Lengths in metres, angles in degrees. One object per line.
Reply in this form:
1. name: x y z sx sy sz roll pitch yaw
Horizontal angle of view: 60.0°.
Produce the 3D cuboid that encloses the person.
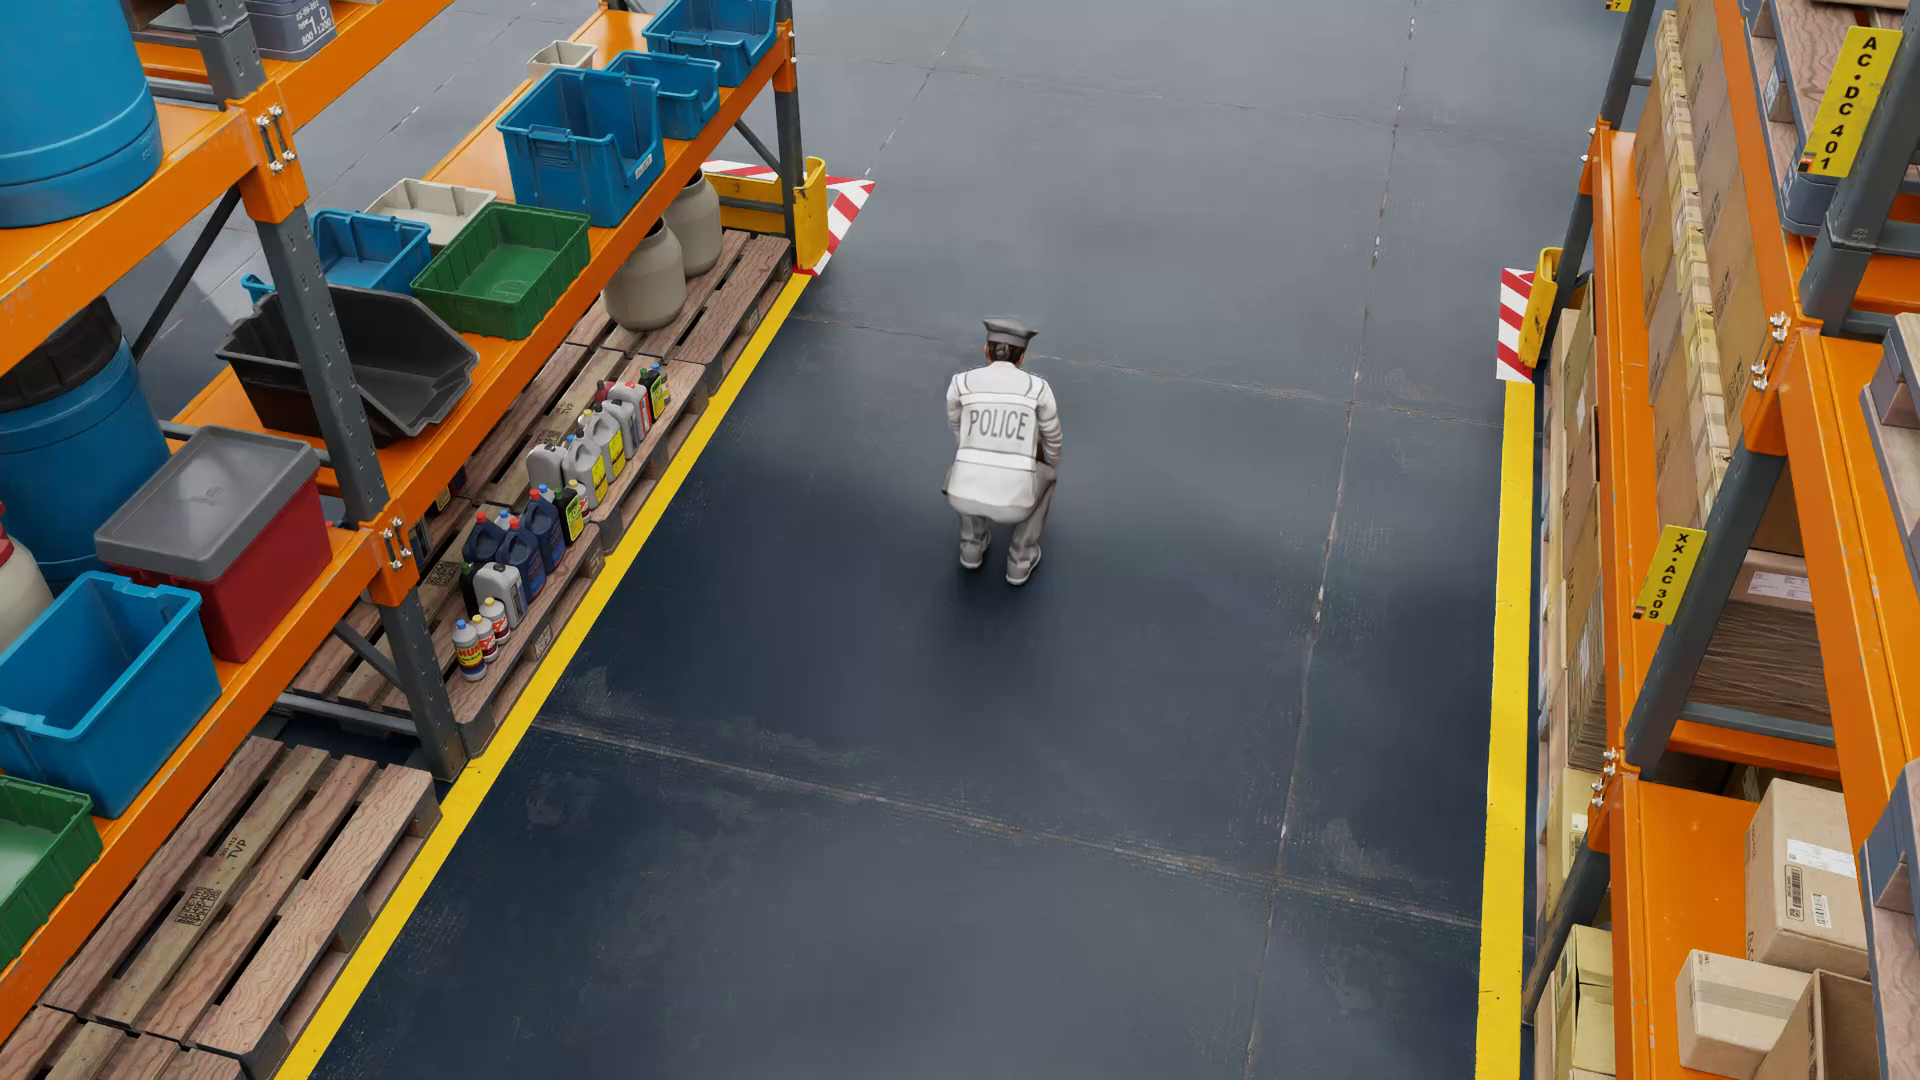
1. person: 0.156 -0.366 7.056 0.499 1.036 0.819 10 42 11
